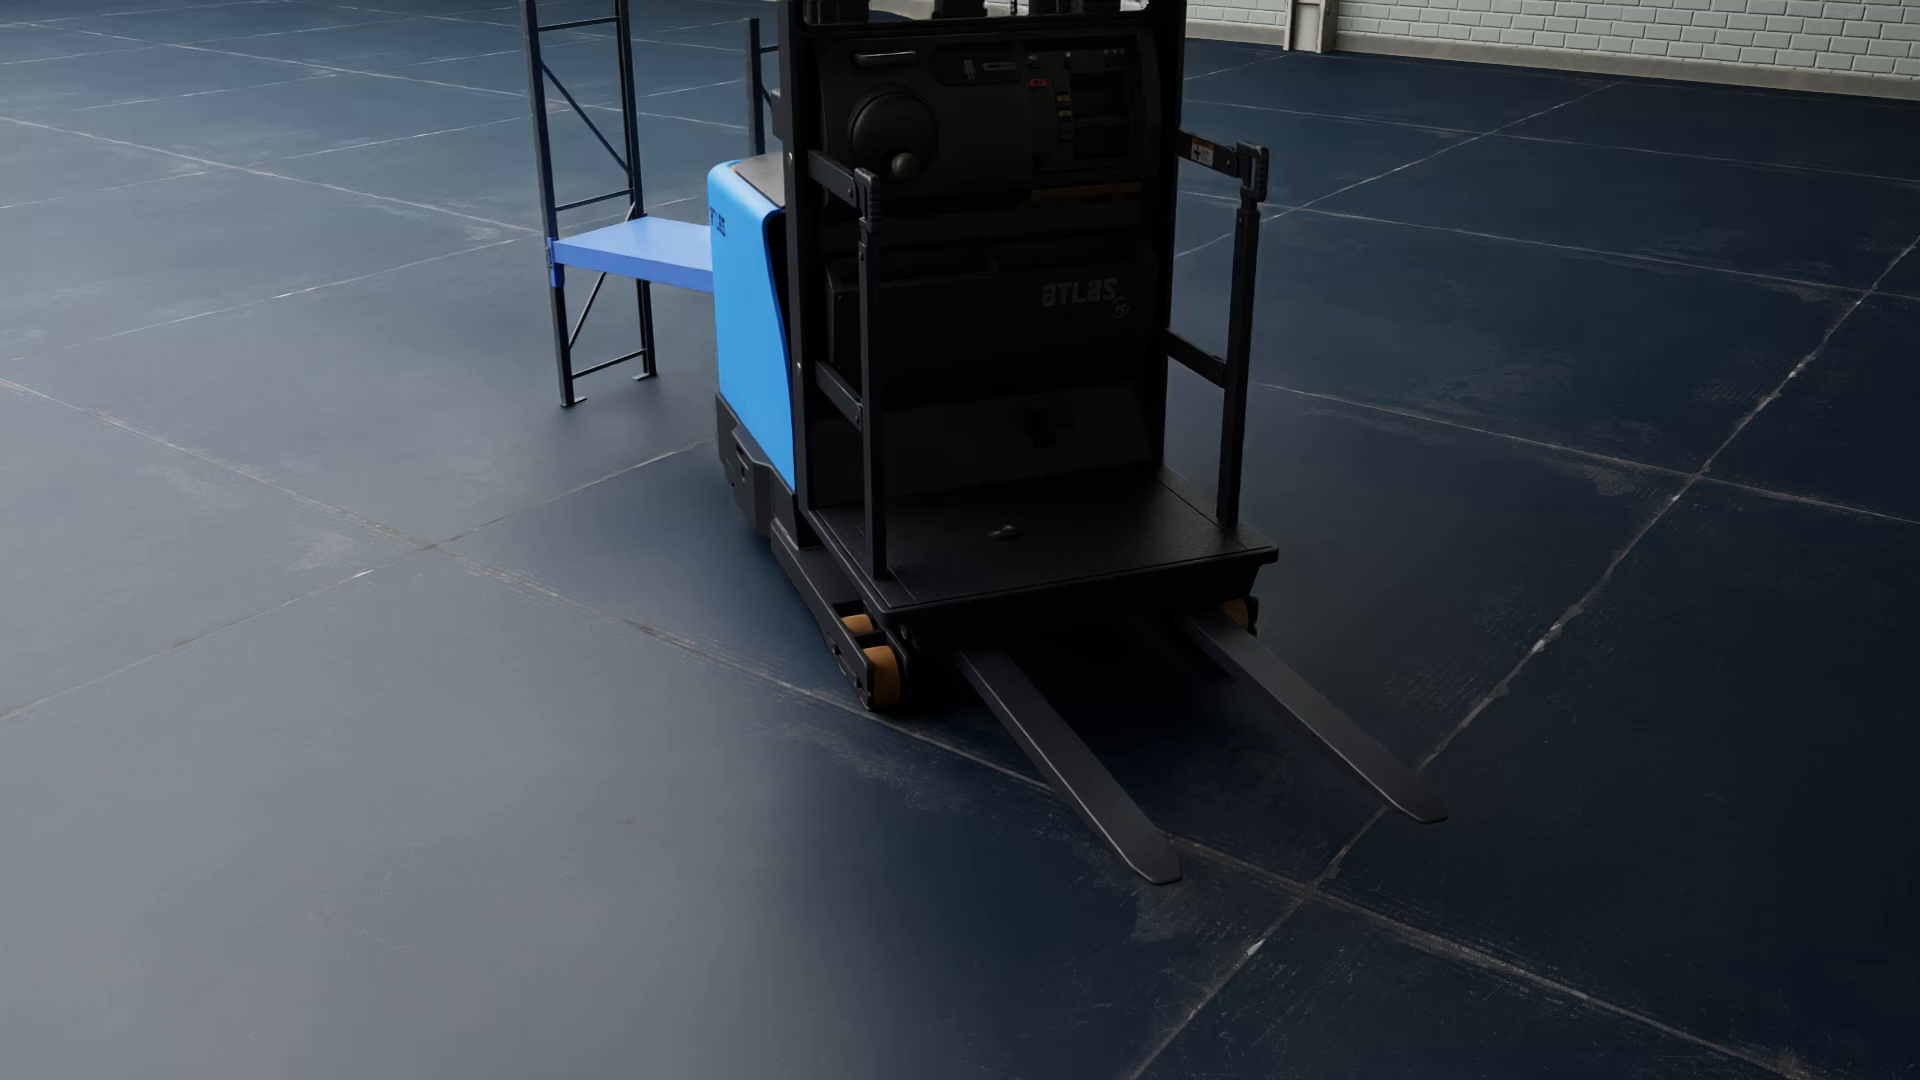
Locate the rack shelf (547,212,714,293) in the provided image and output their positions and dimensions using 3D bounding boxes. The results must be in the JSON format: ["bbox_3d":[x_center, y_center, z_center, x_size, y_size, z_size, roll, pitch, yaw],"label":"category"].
[{"bbox_3d":[-0.967,-1.008,6.123,1.000,0.185,0.538,15,28,30],"label":"rack shelf"}]

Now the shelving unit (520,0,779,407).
[{"bbox_3d":[-0.967,-1.172,6.051,1.048,1.500,0.538,15,28,30],"label":"shelving unit"}]

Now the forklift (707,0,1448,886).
[{"bbox_3d":[0.161,-1.094,4.098,1.130,2.935,3.031,-9,25,-19],"label":"forklift"}]

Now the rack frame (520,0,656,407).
[{"bbox_3d":[-1.391,-1.285,6.307,0.032,1.500,0.500,15,28,30],"label":"rack frame"}]

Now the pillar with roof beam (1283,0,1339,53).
[{"bbox_3d":[0.750,-7.407,10.901,0.400,9.000,9.100,17,29,33],"label":"pillar with roof beam"}]

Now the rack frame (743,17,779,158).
[{"bbox_3d":[-0.543,-1.059,5.794,0.032,1.500,0.500,15,28,30],"label":"rack frame"}]
